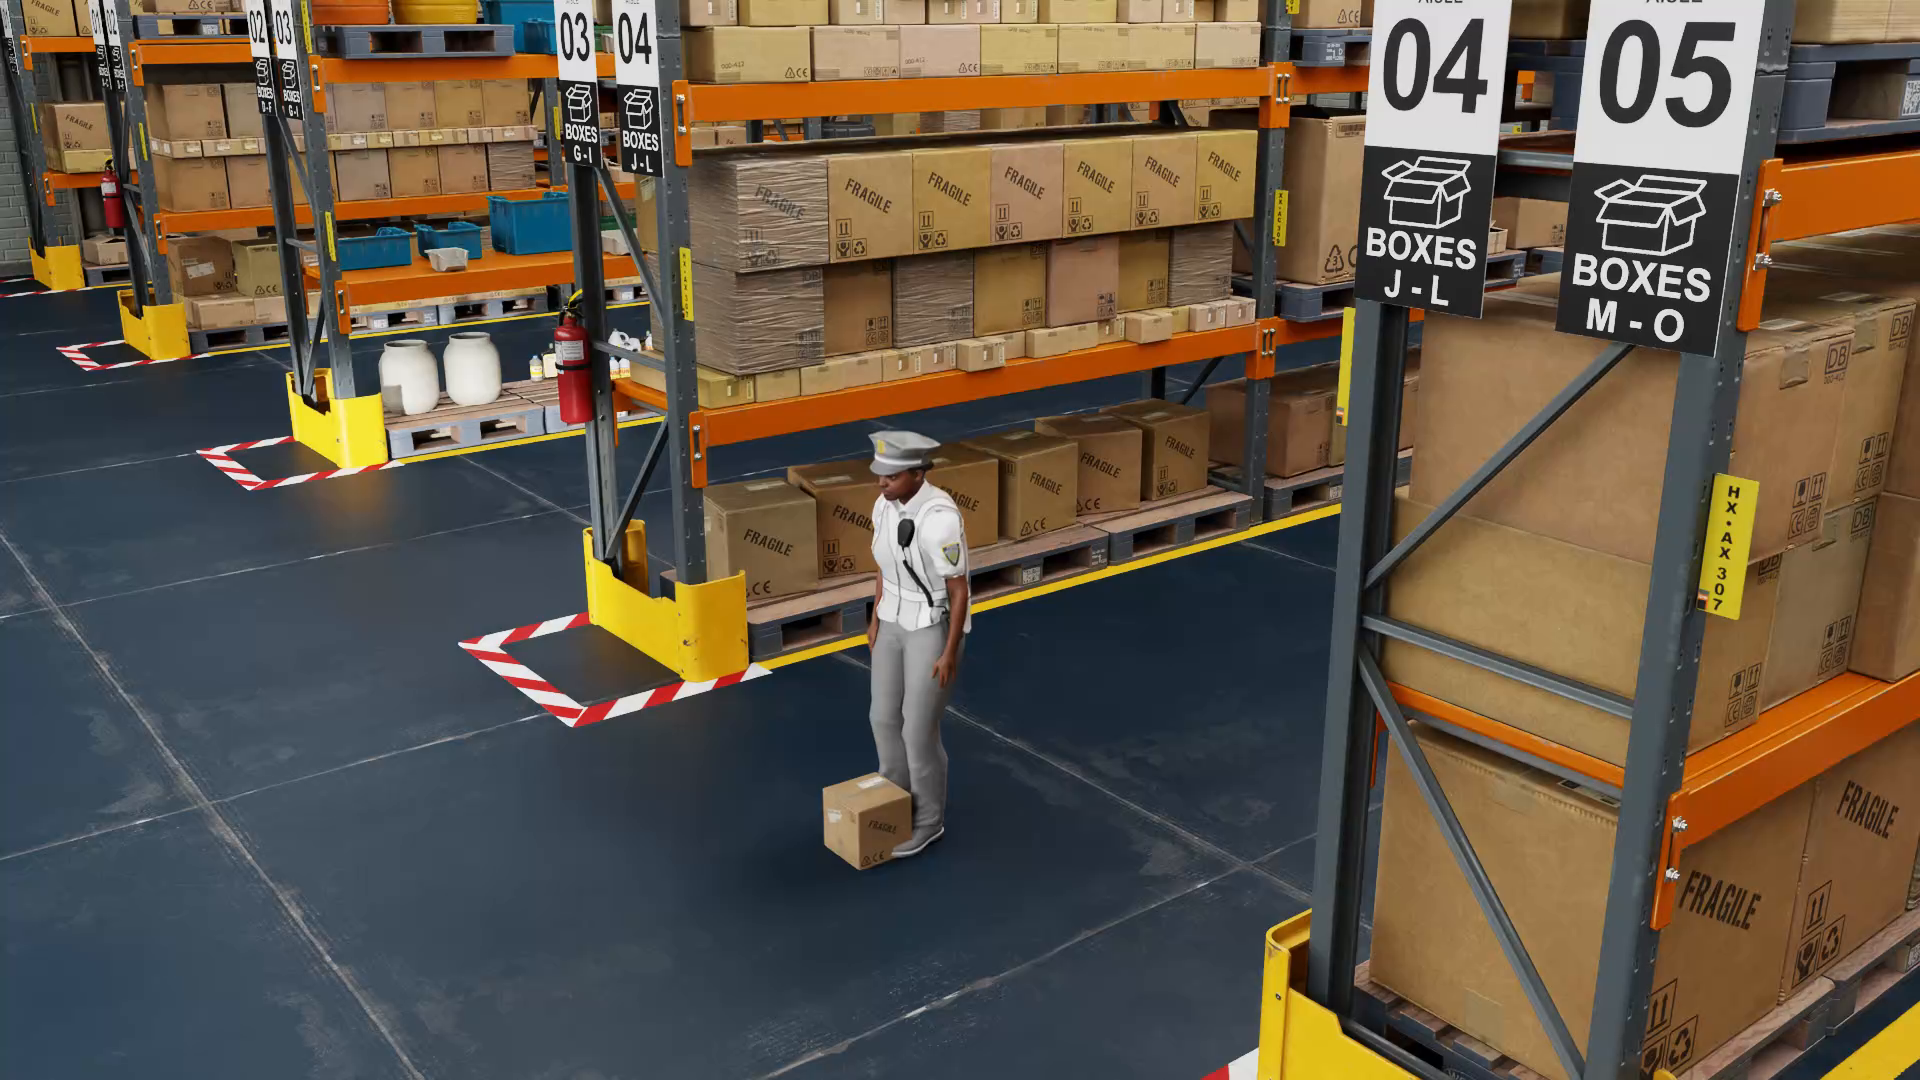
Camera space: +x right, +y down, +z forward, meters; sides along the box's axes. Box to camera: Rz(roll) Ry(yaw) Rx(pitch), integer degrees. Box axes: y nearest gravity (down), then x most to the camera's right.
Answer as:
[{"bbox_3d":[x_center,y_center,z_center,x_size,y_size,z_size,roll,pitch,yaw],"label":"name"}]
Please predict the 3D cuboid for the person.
[{"bbox_3d":[-0.194,0.376,6.390,0.426,1.656,0.514,-15,23,-38],"label":"person"}]
